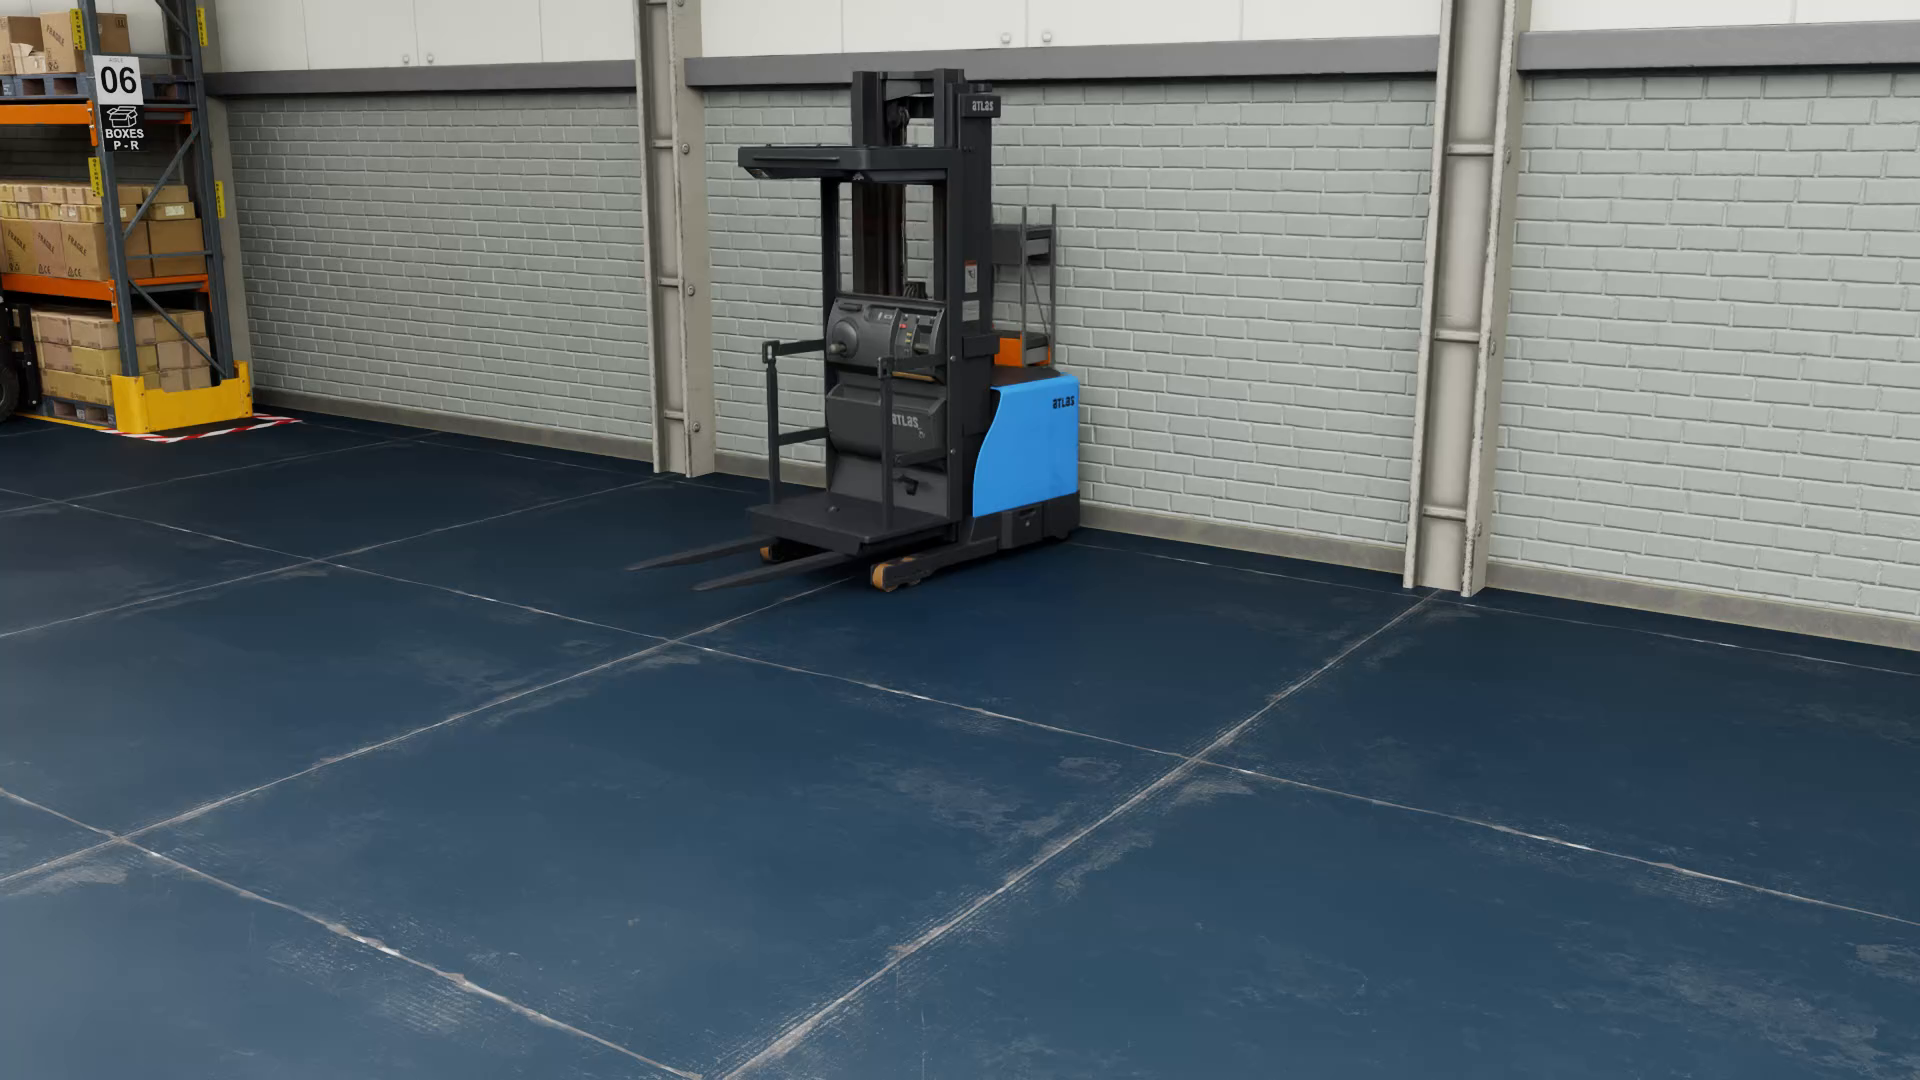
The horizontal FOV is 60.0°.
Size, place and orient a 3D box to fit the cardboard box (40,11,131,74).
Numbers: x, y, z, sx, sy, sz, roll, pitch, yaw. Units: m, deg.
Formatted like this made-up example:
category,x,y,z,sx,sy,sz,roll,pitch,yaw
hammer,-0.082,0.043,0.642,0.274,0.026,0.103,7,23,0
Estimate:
category,x,y,z,sx,sy,sz,roll,pitch,yaw
cardboard box,-7.550,-4.290,14.380,0.500,0.500,0.500,10,17,35

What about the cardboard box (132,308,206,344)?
category,x,y,z,sx,sy,sz,roll,pitch,yaw
cardboard box,-7.340,-1.979,15.344,0.500,0.250,0.500,9,16,32

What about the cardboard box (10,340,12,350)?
category,x,y,z,sx,sy,sz,roll,pitch,yaw
cardboard box,-8.889,-1.840,15.820,0.500,0.250,0.500,9,17,33

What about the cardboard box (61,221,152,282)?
category,x,y,z,sx,sy,sz,roll,pitch,yaw
cardboard box,-7.602,-2.585,14.814,0.500,0.500,0.500,9,16,32

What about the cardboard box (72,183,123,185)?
category,x,y,z,sx,sy,sz,roll,pitch,yaw
cardboard box,-8.061,-3.259,15.569,0.250,0.149,0.380,10,17,35

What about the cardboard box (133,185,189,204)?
category,x,y,z,sx,sy,sz,roll,pitch,yaw
cardboard box,-7.206,-3.118,14.999,0.250,0.149,0.380,9,16,32

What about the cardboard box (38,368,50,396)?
category,x,y,z,sx,sy,sz,roll,pitch,yaw
cardboard box,-8.431,-1.529,15.606,0.500,0.250,0.500,9,17,33

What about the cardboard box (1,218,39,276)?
category,x,y,z,sx,sy,sz,roll,pitch,yaw
cardboard box,-8.453,-2.725,15.380,0.500,0.500,0.500,9,16,32

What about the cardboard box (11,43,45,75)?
category,x,y,z,sx,sy,sz,roll,pitch,yaw
cardboard box,-8.114,-4.250,14.706,0.258,0.266,0.396,9,17,33

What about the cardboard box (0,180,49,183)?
category,x,y,z,sx,sy,sz,roll,pitch,yaw
cardboard box,-9.278,-3.488,16.496,0.250,0.149,0.380,9,16,32

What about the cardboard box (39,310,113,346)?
category,x,y,z,sx,sy,sz,roll,pitch,yaw
cardboard box,-8.030,-1.944,15.201,0.500,0.250,0.500,10,17,34

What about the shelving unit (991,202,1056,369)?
category,x,y,z,sx,sy,sz,roll,pitch,yaw
shelving unit,0.311,-1.156,11.029,0.503,2.100,0.431,9,17,33

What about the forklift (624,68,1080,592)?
category,x,y,z,sx,sy,sz,roll,pitch,yaw
forklift,-0.595,-1.261,9.819,1.130,2.935,3.031,13,19,42

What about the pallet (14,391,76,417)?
category,x,y,z,sx,sy,sz,roll,pitch,yaw
pallet,-8.713,-1.427,16.148,1.213,0.211,1.003,9,17,33

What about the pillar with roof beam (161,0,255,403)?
category,x,y,z,sx,sy,sz,roll,pitch,yaw
pillar with roof beam,-9.524,-4.849,11.686,0.400,9.000,9.100,9,17,33

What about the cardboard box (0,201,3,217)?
category,x,y,z,sx,sy,sz,roll,pitch,yaw
cardboard box,-8.726,-3.095,15.526,0.250,0.149,0.380,9,17,32

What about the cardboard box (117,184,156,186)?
category,x,y,z,sx,sy,sz,roll,pitch,yaw
cardboard box,-7.632,-3.192,15.300,0.250,0.149,0.380,10,17,34

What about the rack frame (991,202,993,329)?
category,x,y,z,sx,sy,sz,roll,pitch,yaw
rack frame,0.109,-1.188,11.162,0.015,2.100,0.400,9,17,33

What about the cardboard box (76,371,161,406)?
category,x,y,z,sx,sy,sz,roll,pitch,yaw
cardboard box,-7.613,-1.392,15.051,0.500,0.250,0.500,9,17,33

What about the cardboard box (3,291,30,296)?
category,x,y,z,sx,sy,sz,roll,pitch,yaw
cardboard box,-9.850,-2.386,16.987,0.500,0.250,0.500,10,17,34

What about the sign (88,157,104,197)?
category,x,y,z,sx,sy,sz,roll,pitch,yaw
sign,-7.361,-3.093,14.174,0.005,0.325,0.100,9,17,33

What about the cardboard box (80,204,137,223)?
category,x,y,z,sx,sy,sz,roll,pitch,yaw
cardboard box,-7.491,-2.877,14.643,0.250,0.149,0.380,9,17,34

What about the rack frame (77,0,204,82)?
category,x,y,z,sx,sy,sz,roll,pitch,yaw
rack frame,-7.047,-5.435,14.050,0.127,3.000,1.000,9,17,33

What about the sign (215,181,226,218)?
category,x,y,z,sx,sy,sz,roll,pitch,yaw
sign,-6.732,-3.091,15.101,0.005,0.325,0.100,9,17,33

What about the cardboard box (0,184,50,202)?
category,x,y,z,sx,sy,sz,roll,pitch,yaw
cardboard box,-8.577,-3.188,15.280,0.250,0.149,0.380,10,17,34

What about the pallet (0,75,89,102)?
category,x,y,z,sx,sy,sz,roll,pitch,yaw
pallet,-8.636,-4.199,15.485,1.213,0.211,1.003,9,17,33

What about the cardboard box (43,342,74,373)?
category,x,y,z,sx,sy,sz,roll,pitch,yaw
cardboard box,-8.035,-1.707,15.283,0.500,0.250,0.500,9,17,32

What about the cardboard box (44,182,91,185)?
category,x,y,z,sx,sy,sz,roll,pitch,yaw
cardboard box,-8.474,-3.331,15.860,0.250,0.149,0.380,9,17,33

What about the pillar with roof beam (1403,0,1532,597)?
category,x,y,z,sx,sy,sz,roll,pitch,yaw
pillar with roof beam,0.433,-3.240,5.185,0.400,9.000,9.100,9,17,33

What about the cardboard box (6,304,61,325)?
category,x,y,z,sx,sy,sz,roll,pitch,yaw
cardboard box,-8.871,-2.079,15.747,0.500,0.250,0.500,9,16,32

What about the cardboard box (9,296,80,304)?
category,x,y,z,sx,sy,sz,roll,pitch,yaw
cardboard box,-9.009,-2.251,16.440,0.500,0.250,0.500,9,17,33

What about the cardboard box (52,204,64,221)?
category,x,y,z,sx,sy,sz,roll,pitch,yaw
cardboard box,-7.901,-2.952,14.948,0.250,0.149,0.380,10,17,34

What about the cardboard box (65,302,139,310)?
category,x,y,z,sx,sy,sz,roll,pitch,yaw
cardboard box,-8.166,-2.115,15.891,0.500,0.250,0.500,9,17,32

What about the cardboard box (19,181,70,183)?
category,x,y,z,sx,sy,sz,roll,pitch,yaw
cardboard box,-8.888,-3.406,16.163,0.250,0.149,0.380,9,16,32

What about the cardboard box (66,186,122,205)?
category,x,y,z,sx,sy,sz,roll,pitch,yaw
cardboard box,-7.684,-3.063,14.778,0.250,0.149,0.380,9,17,33

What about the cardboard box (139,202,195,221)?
category,x,y,z,sx,sy,sz,roll,pitch,yaw
cardboard box,-7.184,-2.983,15.074,0.250,0.149,0.380,9,16,31

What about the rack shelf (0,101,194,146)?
category,x,y,z,sx,sy,sz,roll,pitch,yaw
rack shelf,-8.706,-3.898,15.581,4.000,0.370,1.077,9,17,33

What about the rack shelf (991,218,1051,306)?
category,x,y,z,sx,sy,sz,roll,pitch,yaw
rack shelf,0.307,-1.821,10.862,0.480,0.518,0.431,9,17,33

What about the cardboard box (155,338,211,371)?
category,x,y,z,sx,sy,sz,roll,pitch,yaw
cardboard box,-7.321,-1.739,15.413,0.500,0.250,0.500,10,17,34

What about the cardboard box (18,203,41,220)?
category,x,y,z,sx,sy,sz,roll,pitch,yaw
cardboard box,-8.348,-3.014,15.198,0.250,0.149,0.380,9,16,31

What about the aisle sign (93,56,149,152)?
category,x,y,z,sx,sy,sz,roll,pitch,yaw
aisle sign,-7.156,-3.717,14.186,0.004,0.787,0.394,9,17,33

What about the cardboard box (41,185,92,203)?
category,x,y,z,sx,sy,sz,roll,pitch,yaw
cardboard box,-8.081,-3.141,15.093,0.250,0.149,0.380,9,17,33
